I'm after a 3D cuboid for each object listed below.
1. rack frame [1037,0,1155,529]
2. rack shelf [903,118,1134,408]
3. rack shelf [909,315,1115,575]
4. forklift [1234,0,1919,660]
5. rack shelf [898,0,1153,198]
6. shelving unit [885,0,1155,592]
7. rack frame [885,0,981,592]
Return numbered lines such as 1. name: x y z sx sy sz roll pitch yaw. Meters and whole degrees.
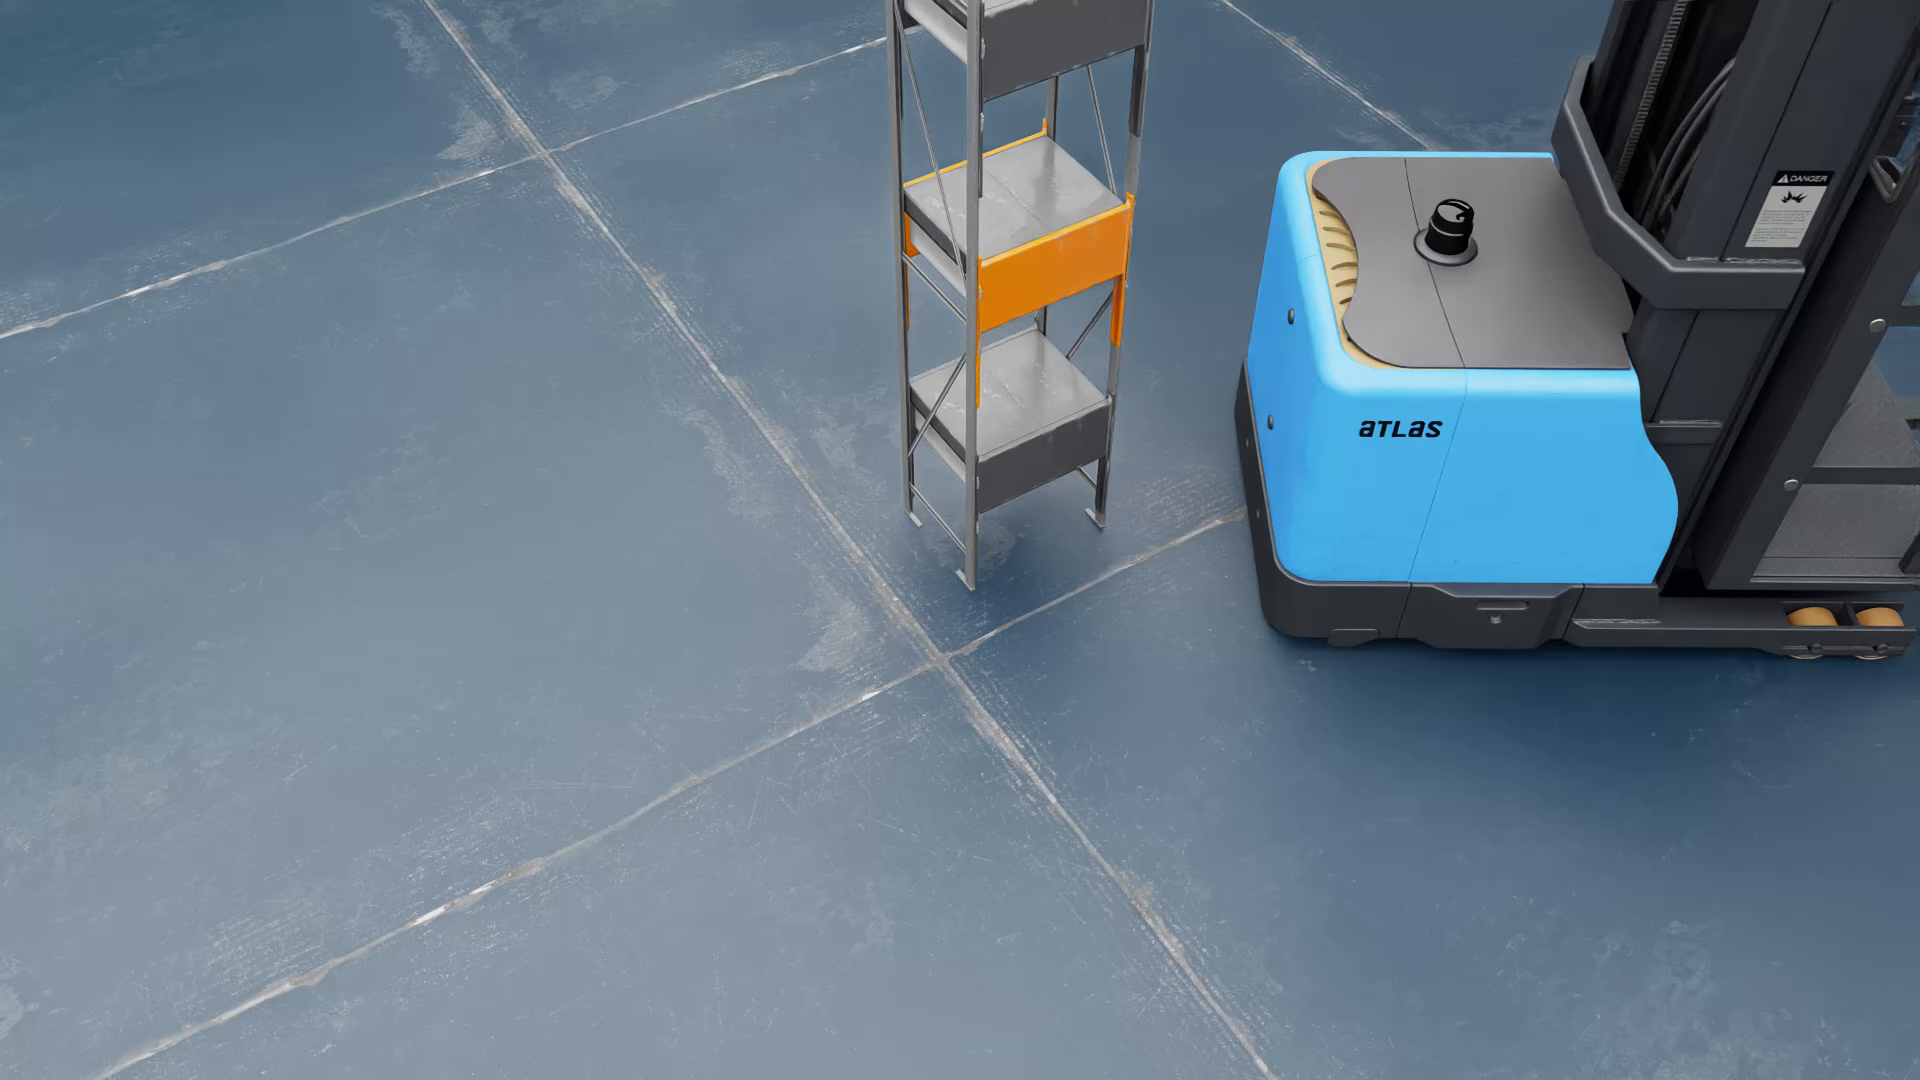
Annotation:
1. rack frame: 0.346 -0.861 4.611 0.015 2.100 0.400 -25 53 -21
2. rack shelf: 0.140 -0.755 4.535 0.480 0.518 0.431 -25 53 -21
3. rack shelf: 0.140 -0.290 5.058 0.480 0.518 0.431 -25 53 -21
4. forklift: 2.422 -1.022 4.198 3.031 2.935 1.130 0 48 0
5. rack shelf: 0.140 -1.221 4.012 0.480 0.518 0.431 -25 53 -21
6. shelving unit: 0.140 -0.764 4.525 0.503 2.100 0.431 -25 53 -21
7. rack frame: -0.066 -0.667 4.438 0.015 2.100 0.400 -25 53 -21
